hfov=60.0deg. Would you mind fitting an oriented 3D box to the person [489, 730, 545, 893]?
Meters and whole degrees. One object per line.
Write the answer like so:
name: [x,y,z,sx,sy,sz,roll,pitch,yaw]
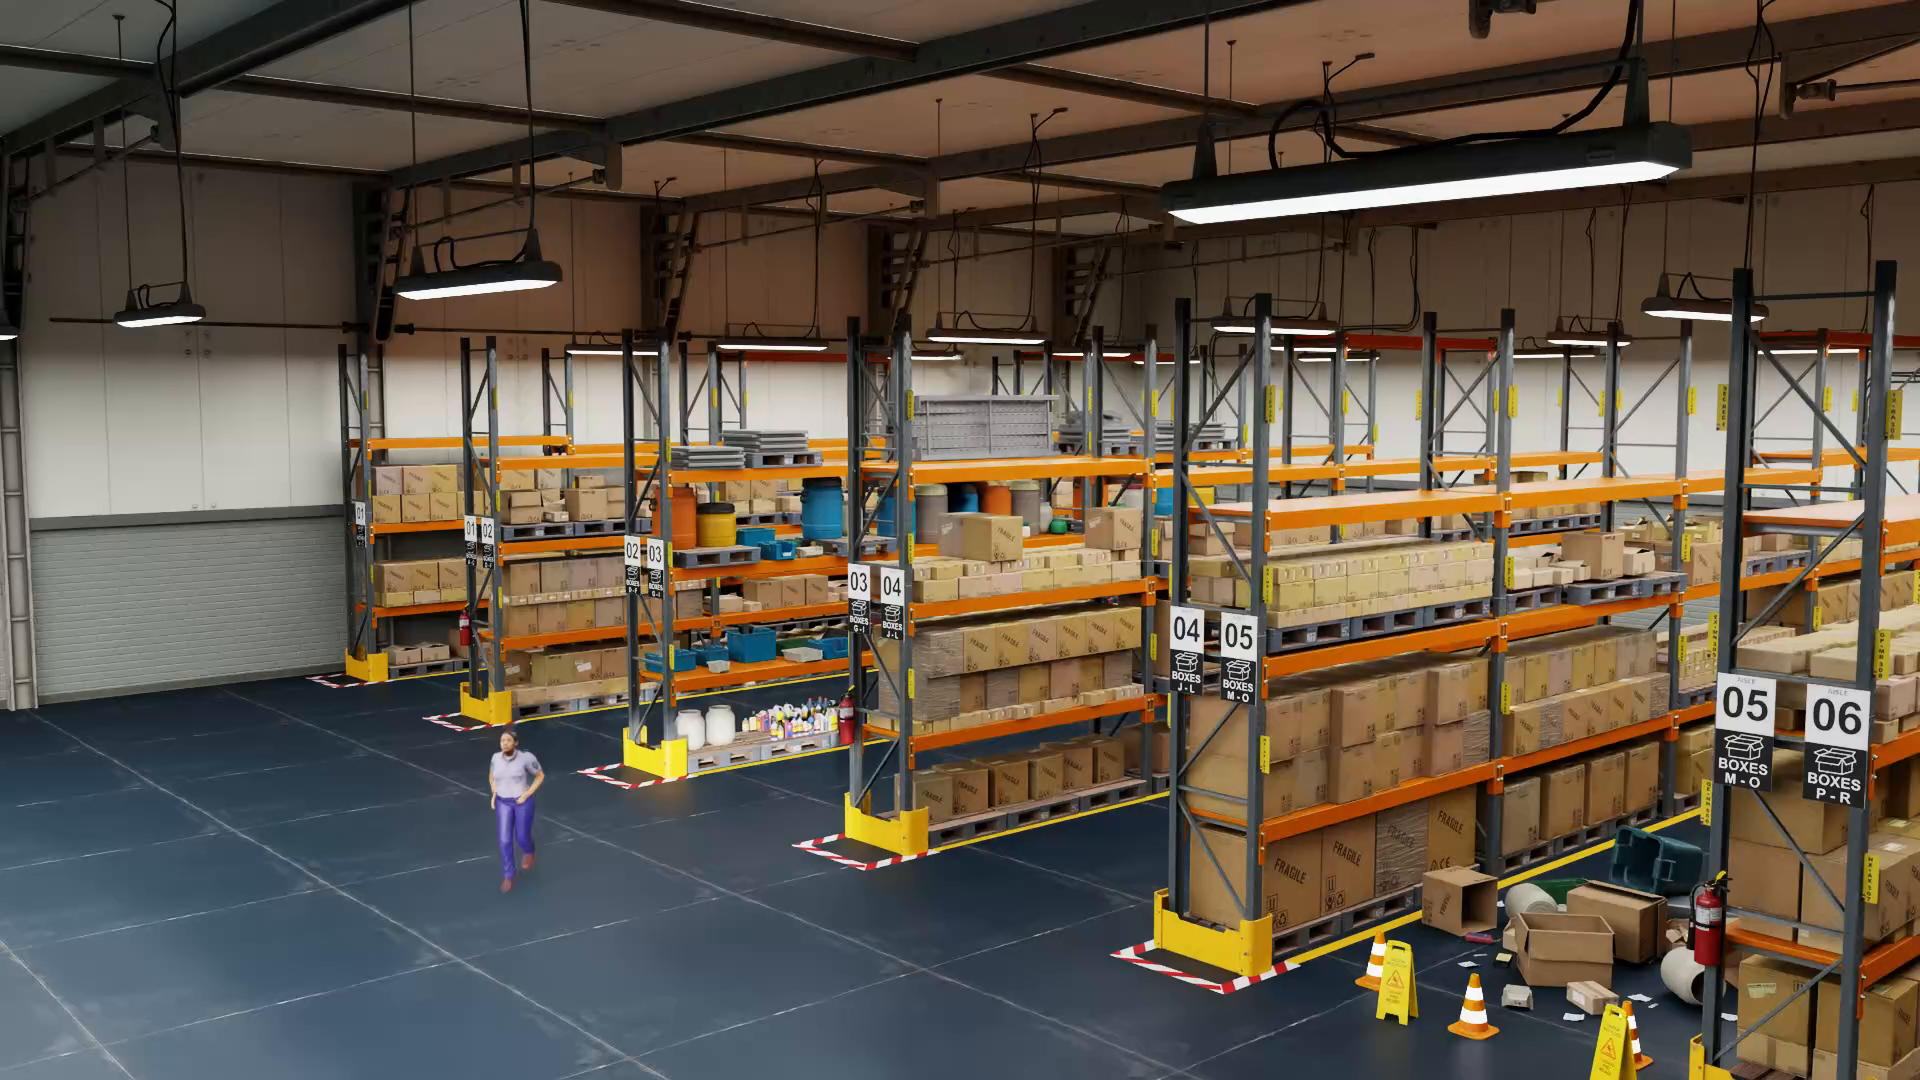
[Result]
person: [-4.655,2.800,17.475,0.602,1.672,0.757,0,5,0]
